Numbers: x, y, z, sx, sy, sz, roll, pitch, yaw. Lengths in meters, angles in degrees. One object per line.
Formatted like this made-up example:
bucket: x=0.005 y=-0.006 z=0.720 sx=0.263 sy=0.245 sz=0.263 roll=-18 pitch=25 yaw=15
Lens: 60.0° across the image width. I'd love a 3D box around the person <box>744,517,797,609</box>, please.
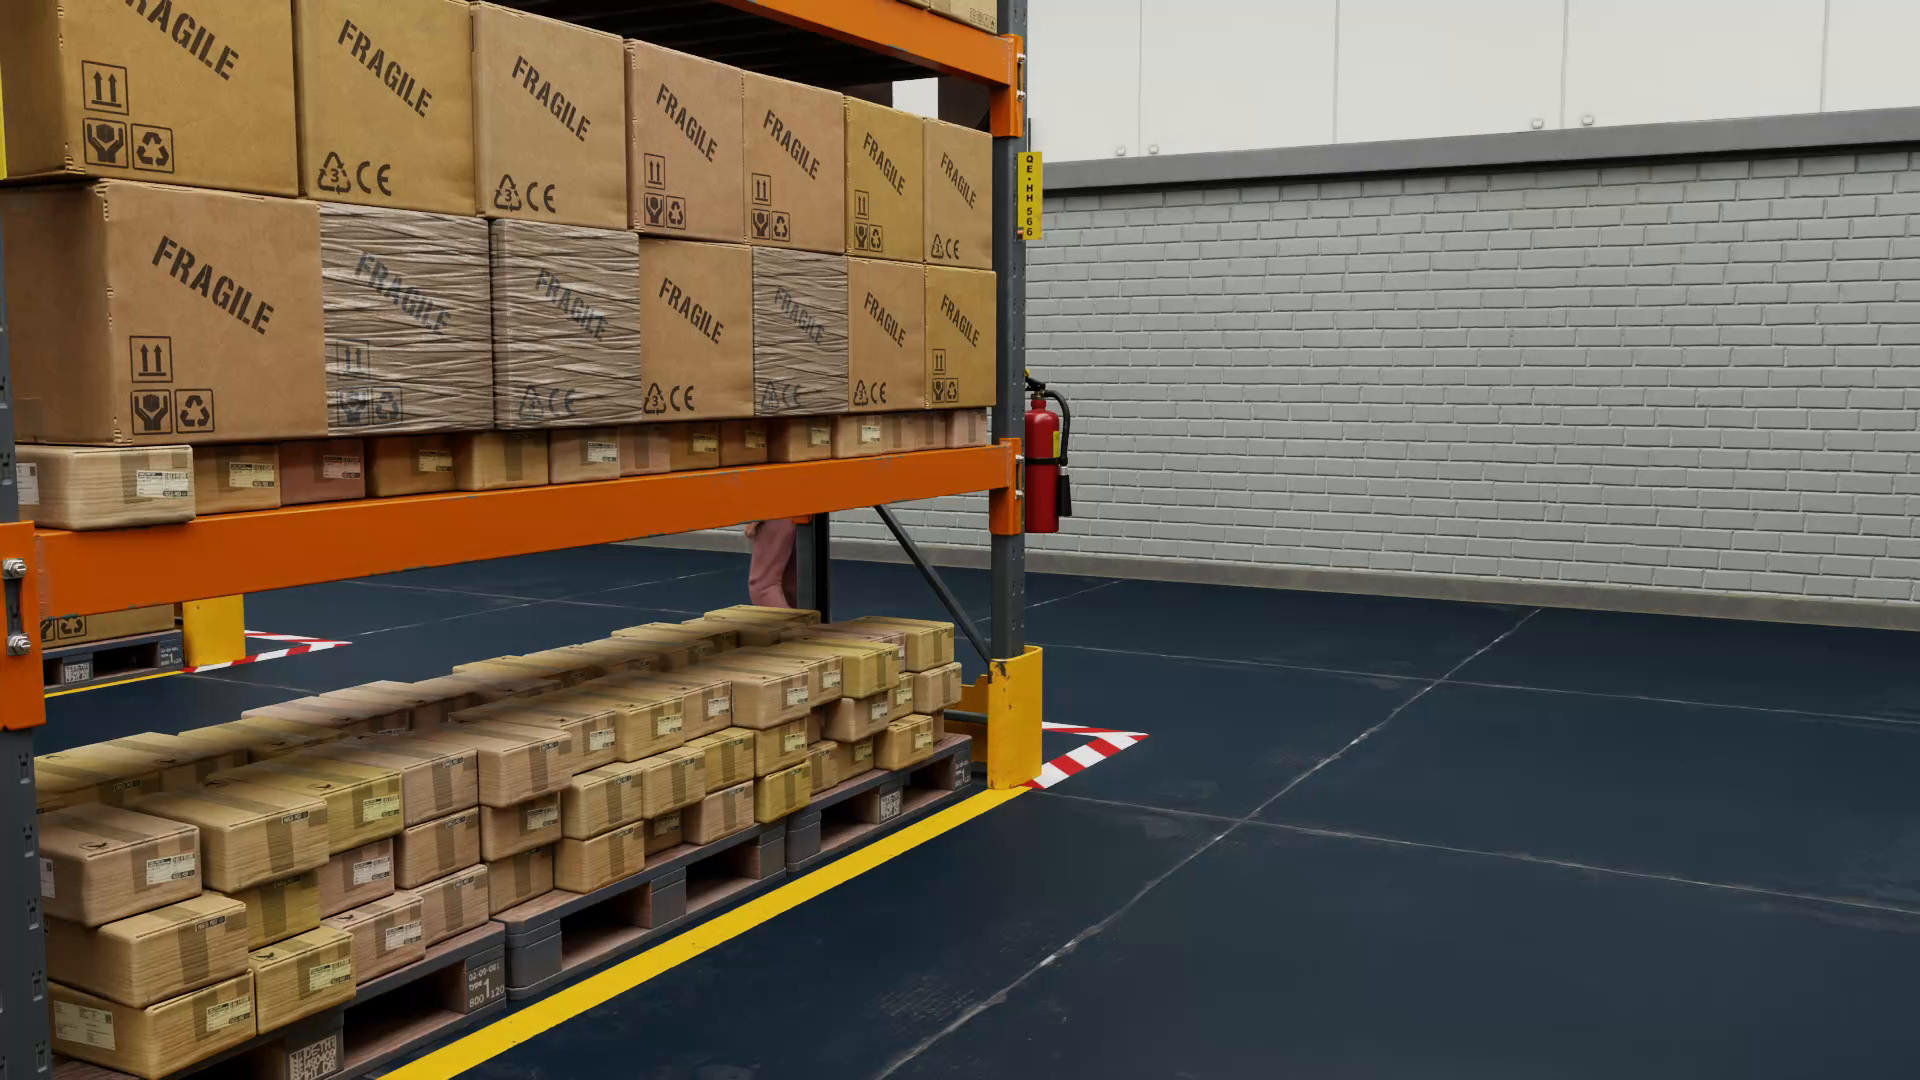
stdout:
person: x=-0.903 y=-0.116 z=8.548 sx=0.355 sy=1.664 sz=0.455 roll=3 pitch=7 yaw=30
